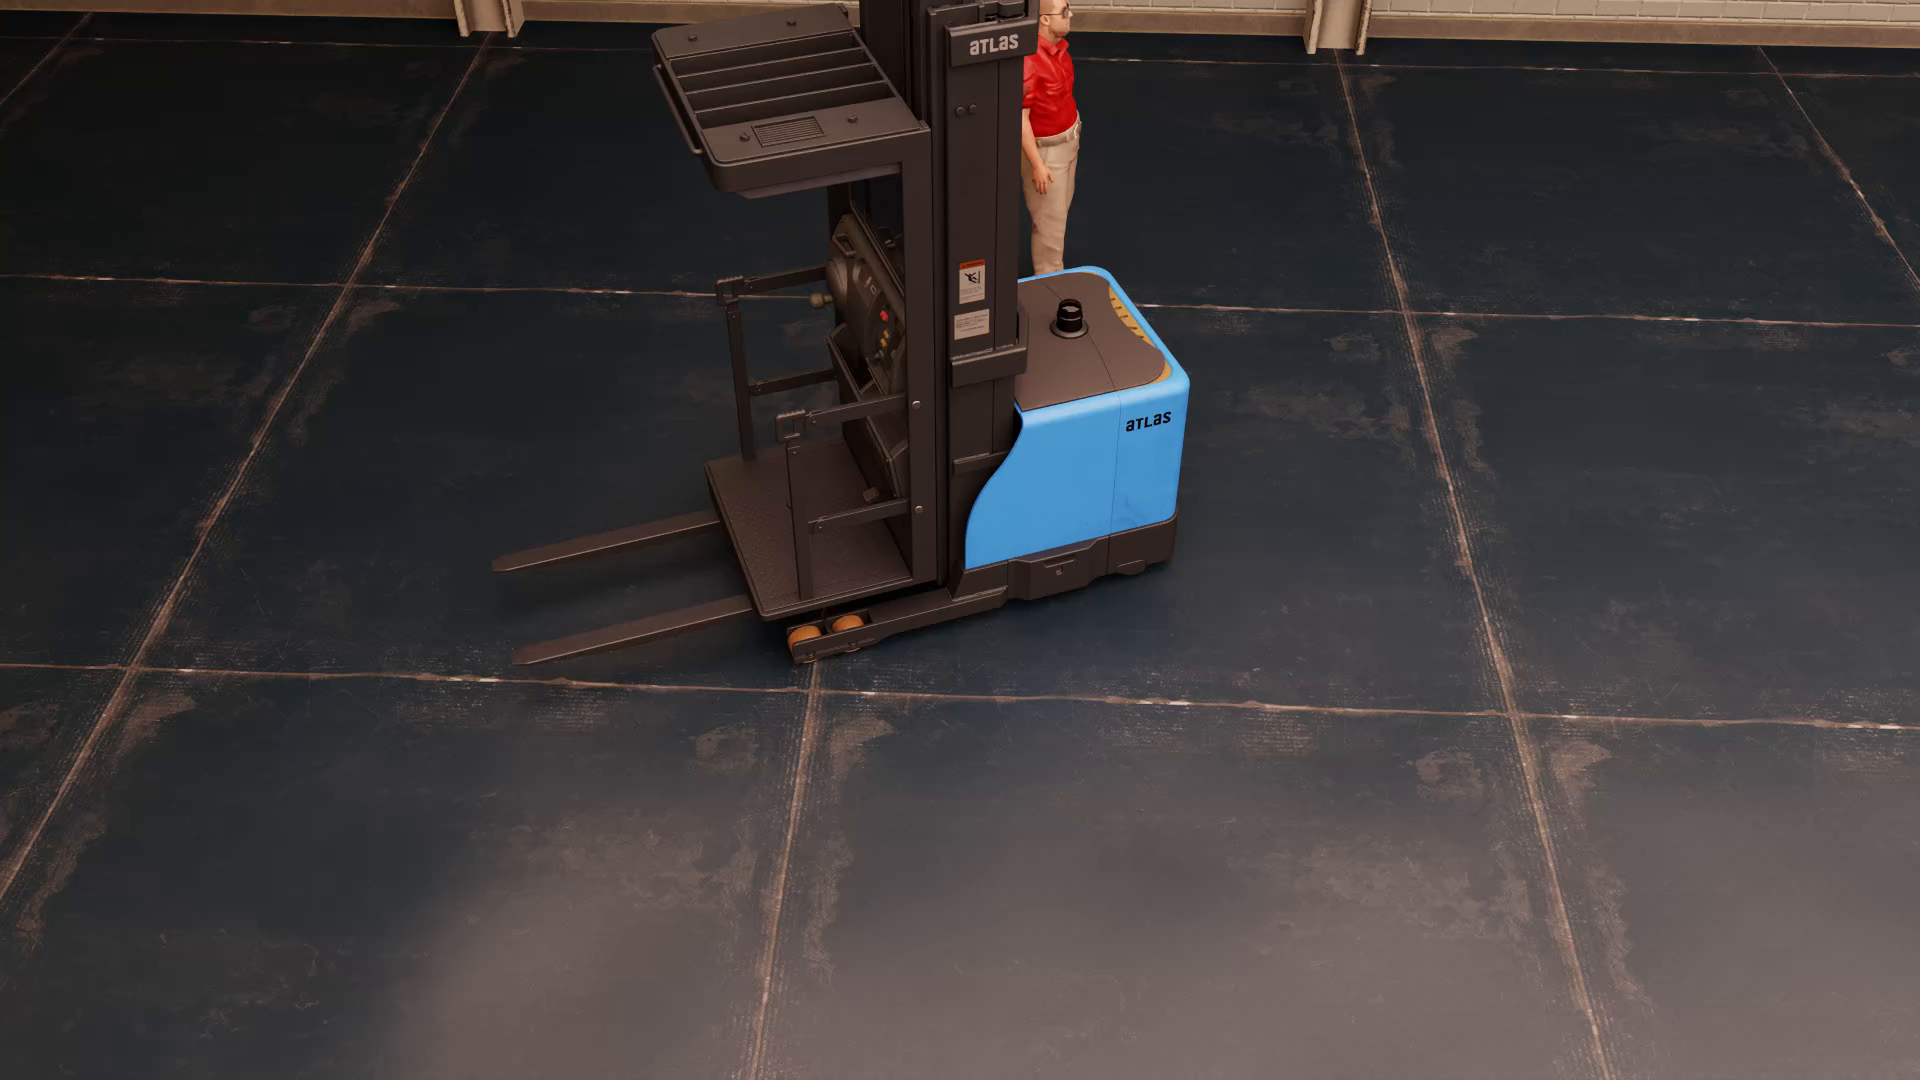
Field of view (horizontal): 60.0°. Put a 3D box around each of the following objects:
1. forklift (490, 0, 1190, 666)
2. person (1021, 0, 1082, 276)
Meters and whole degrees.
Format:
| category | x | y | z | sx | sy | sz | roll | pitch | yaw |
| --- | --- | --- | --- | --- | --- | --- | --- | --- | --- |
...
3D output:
| category | x | y | z | sx | sy | sz | roll | pitch | yaw |
| --- | --- | --- | --- | --- | --- | --- | --- | --- | --- |
| forklift | -0.573 | -0.945 | 6.778 | 3.031 | 2.935 | 1.130 | -13 | 44 | -14 |
| person | 0.558 | -2.066 | 8.886 | 0.550 | 1.727 | 0.640 | 14 | 44 | 15 |
